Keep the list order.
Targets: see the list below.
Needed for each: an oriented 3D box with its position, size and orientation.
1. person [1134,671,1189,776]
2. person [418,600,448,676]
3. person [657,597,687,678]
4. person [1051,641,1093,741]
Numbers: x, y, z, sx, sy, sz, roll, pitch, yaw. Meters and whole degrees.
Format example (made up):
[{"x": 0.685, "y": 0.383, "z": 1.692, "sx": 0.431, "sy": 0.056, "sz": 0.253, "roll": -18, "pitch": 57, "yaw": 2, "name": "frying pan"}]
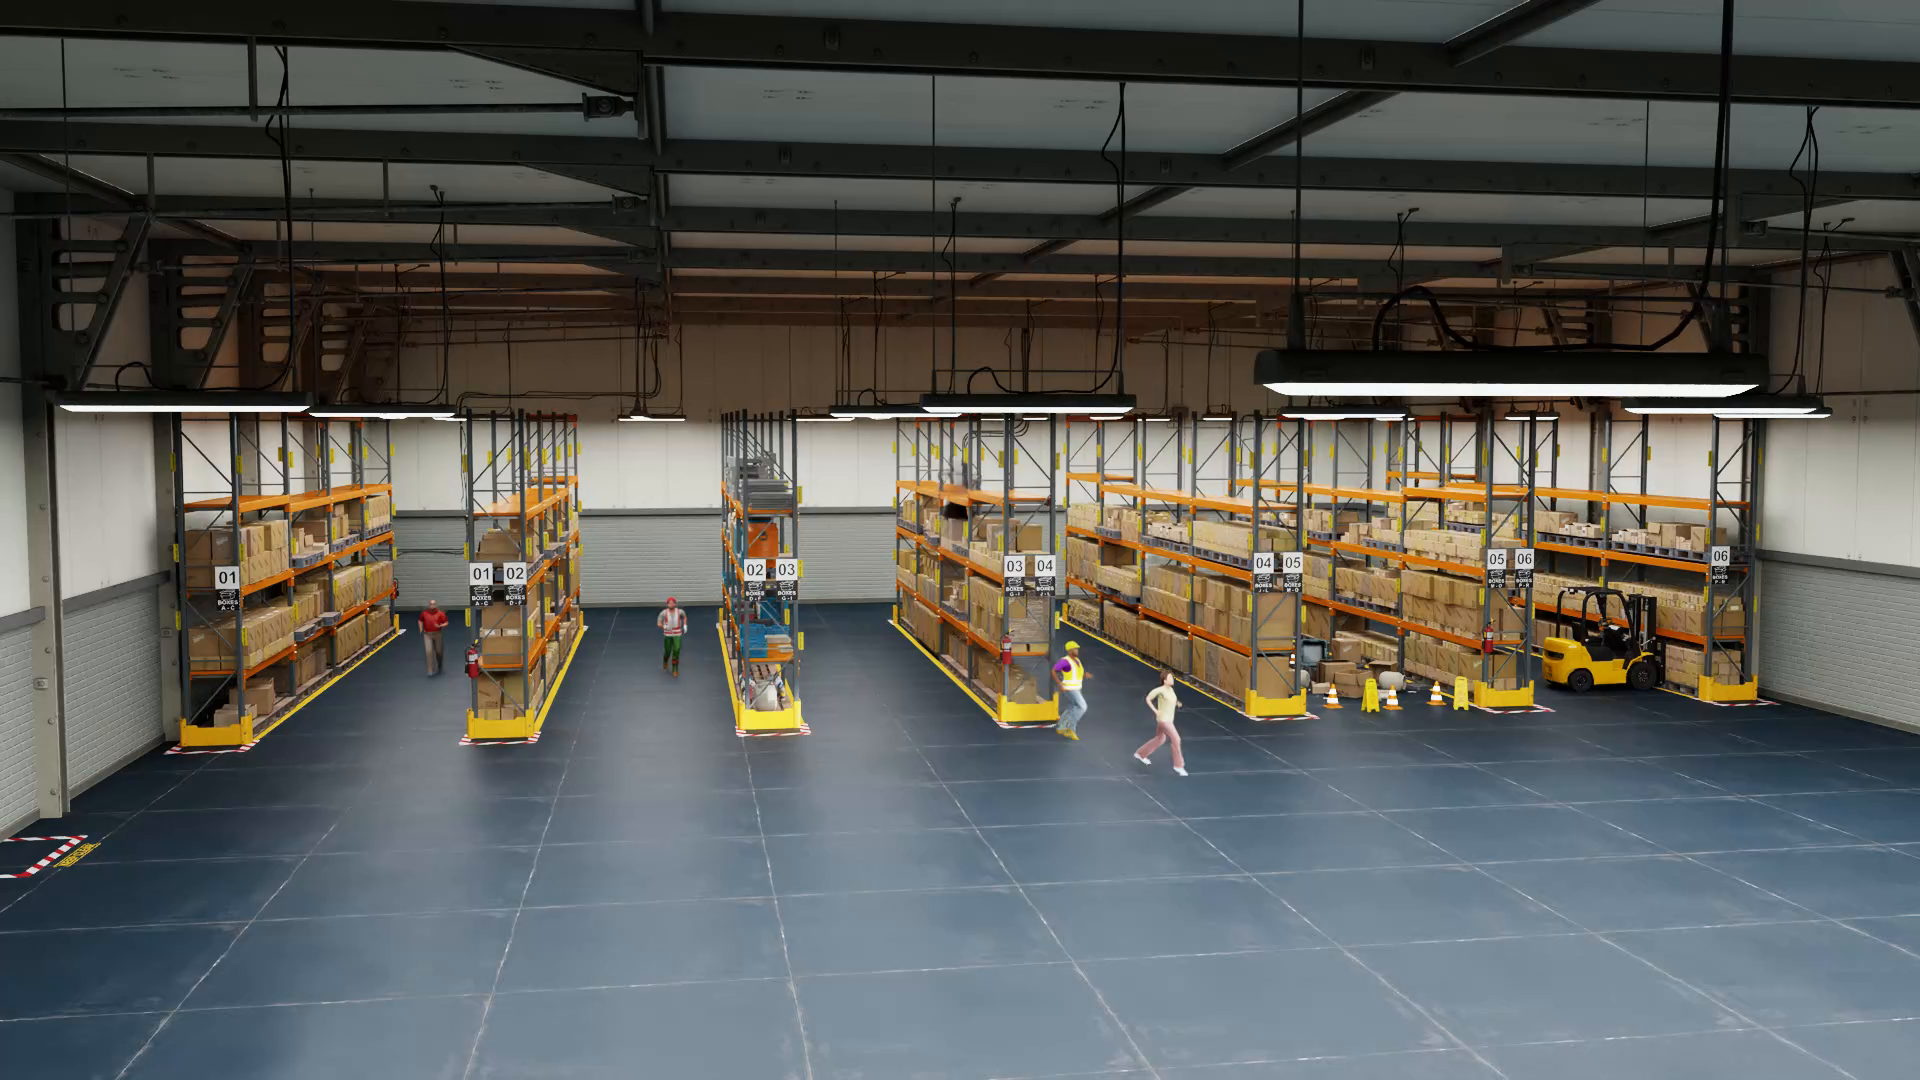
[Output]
[{"x": 3.329, "y": 2.997, "z": 27.314, "sx": 0.990, "sy": 1.714, "sz": 0.545, "roll": 2, "pitch": 4, "yaw": 25, "name": "person"}, {"x": -12.032, "y": 2.214, "z": 37.970, "sx": 0.673, "sy": 1.693, "sz": 0.944, "roll": -1, "pitch": 4, "yaw": -13, "name": "person"}, {"x": -6.553, "y": 2.186, "z": 37.887, "sx": 0.669, "sy": 1.791, "sz": 0.992, "roll": -1, "pitch": 4, "yaw": -14, "name": "person"}, {"x": 2.058, "y": 2.738, "z": 30.205, "sx": 0.723, "sy": 1.792, "sz": 0.671, "roll": 2, "pitch": 4, "yaw": 25, "name": "person"}]
